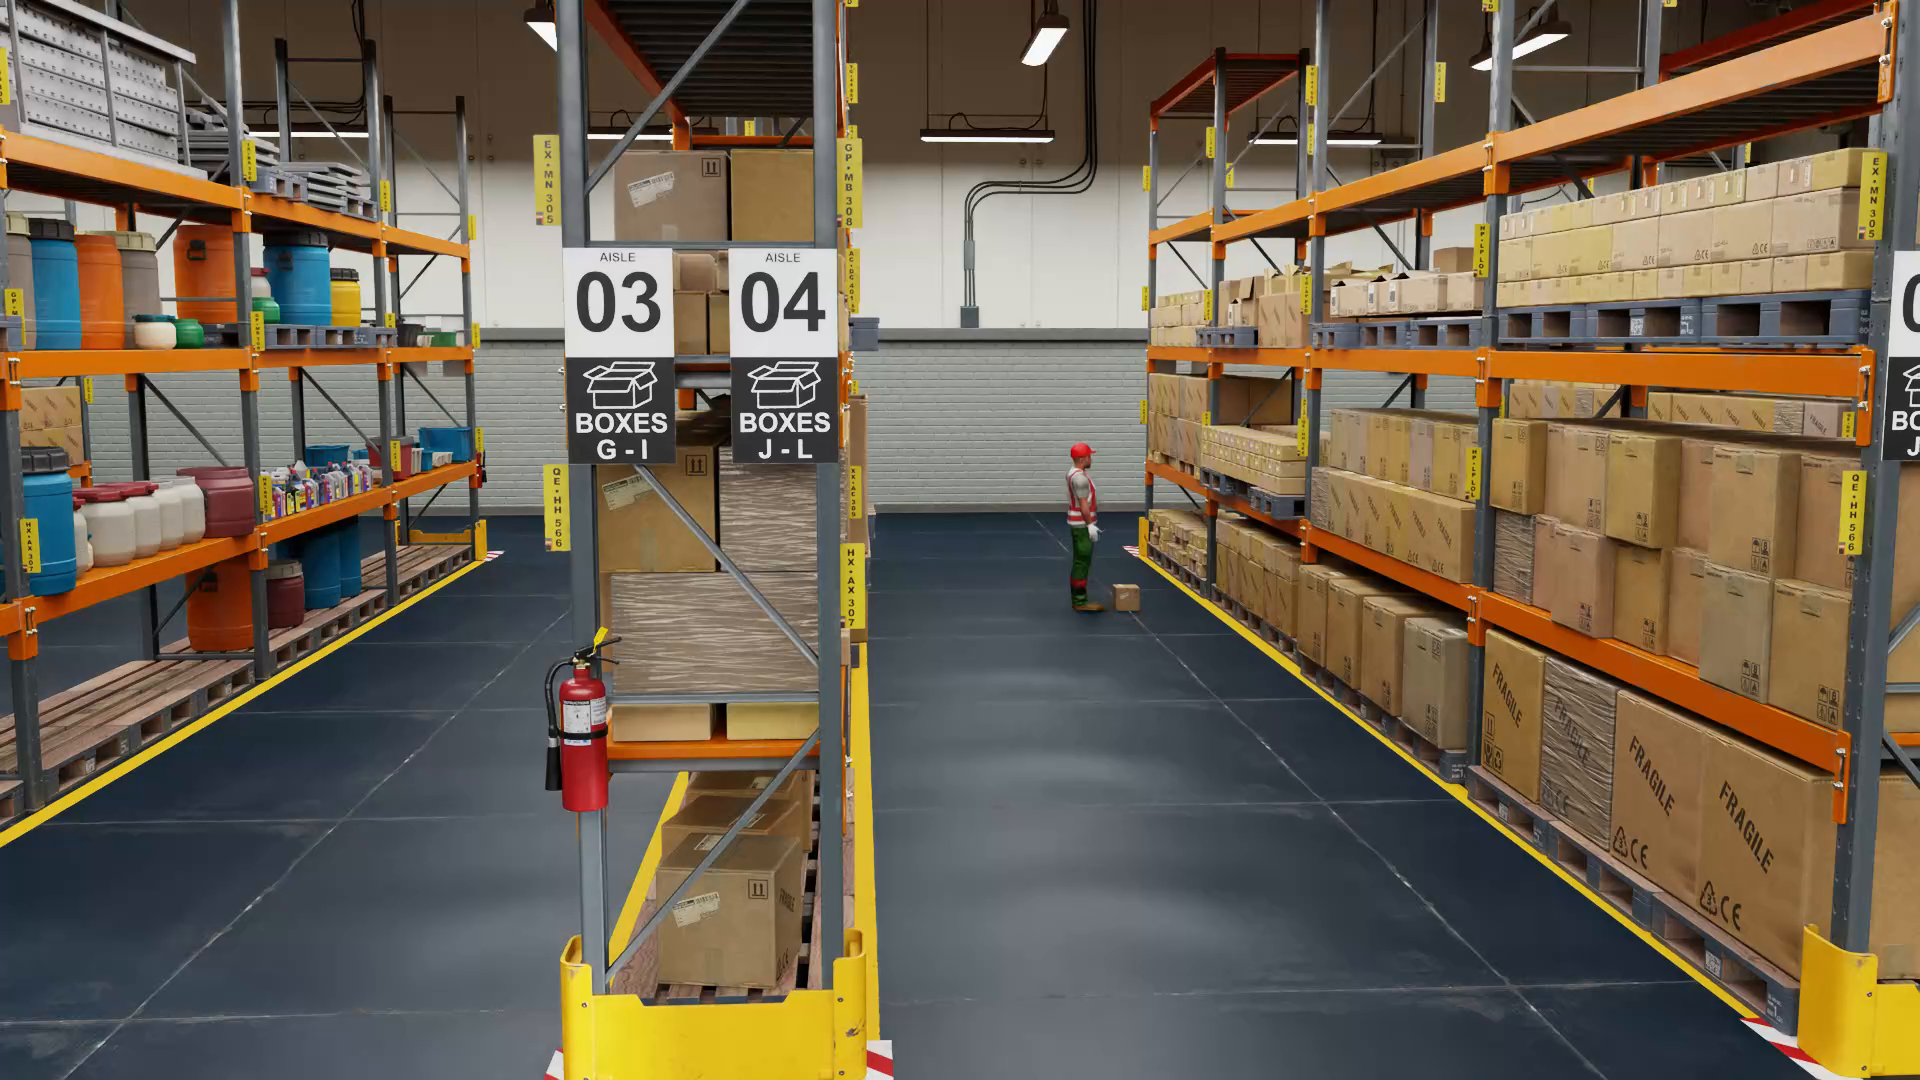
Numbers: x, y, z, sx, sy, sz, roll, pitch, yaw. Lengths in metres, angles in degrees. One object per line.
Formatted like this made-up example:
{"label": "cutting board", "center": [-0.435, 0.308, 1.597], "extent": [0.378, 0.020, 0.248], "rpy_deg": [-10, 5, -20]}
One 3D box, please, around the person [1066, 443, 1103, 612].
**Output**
{"label": "person", "center": [1.332, -0.142, 17.810], "extent": [0.380, 1.793, 0.526], "rpy_deg": [0, 7, -3]}
